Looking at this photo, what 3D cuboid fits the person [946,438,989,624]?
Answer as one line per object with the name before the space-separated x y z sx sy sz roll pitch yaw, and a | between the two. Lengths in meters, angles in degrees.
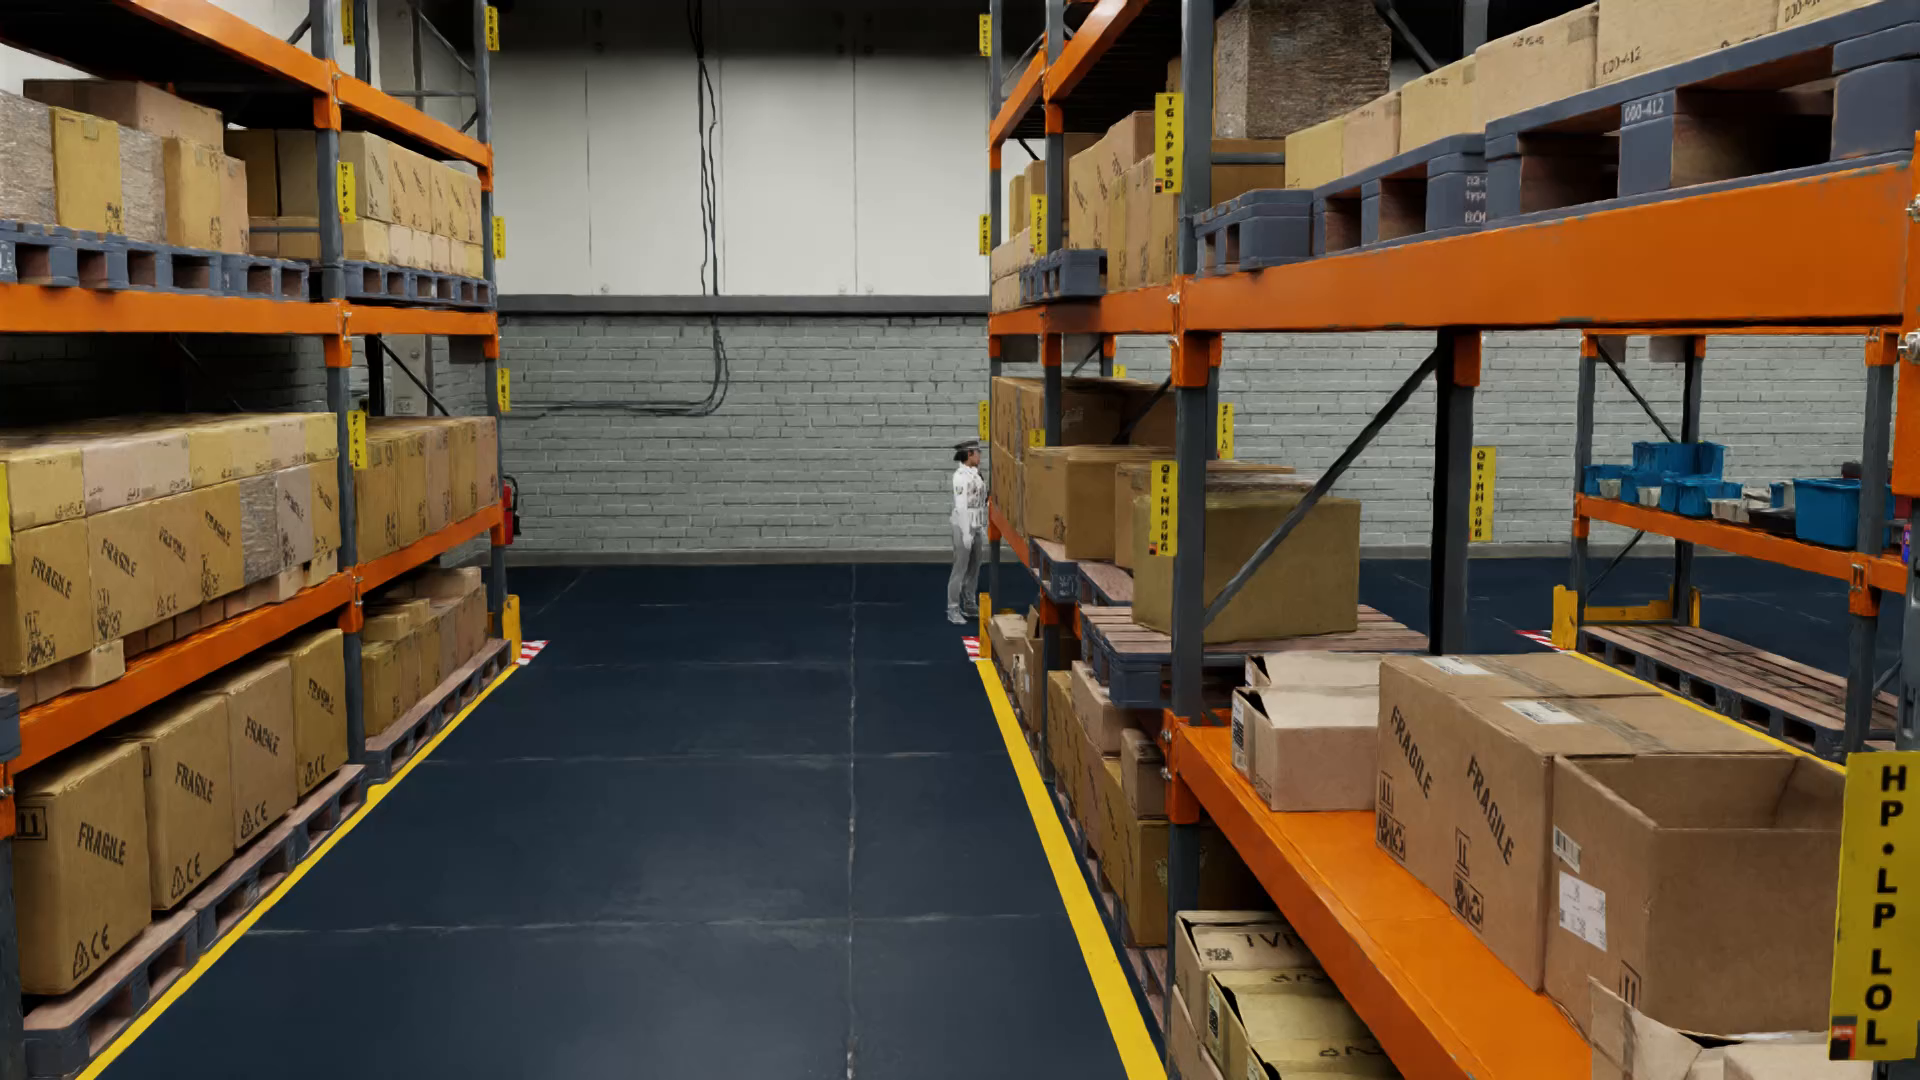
person | 0.080 -0.100 15.301 0.355 1.683 0.577 2 7 18
